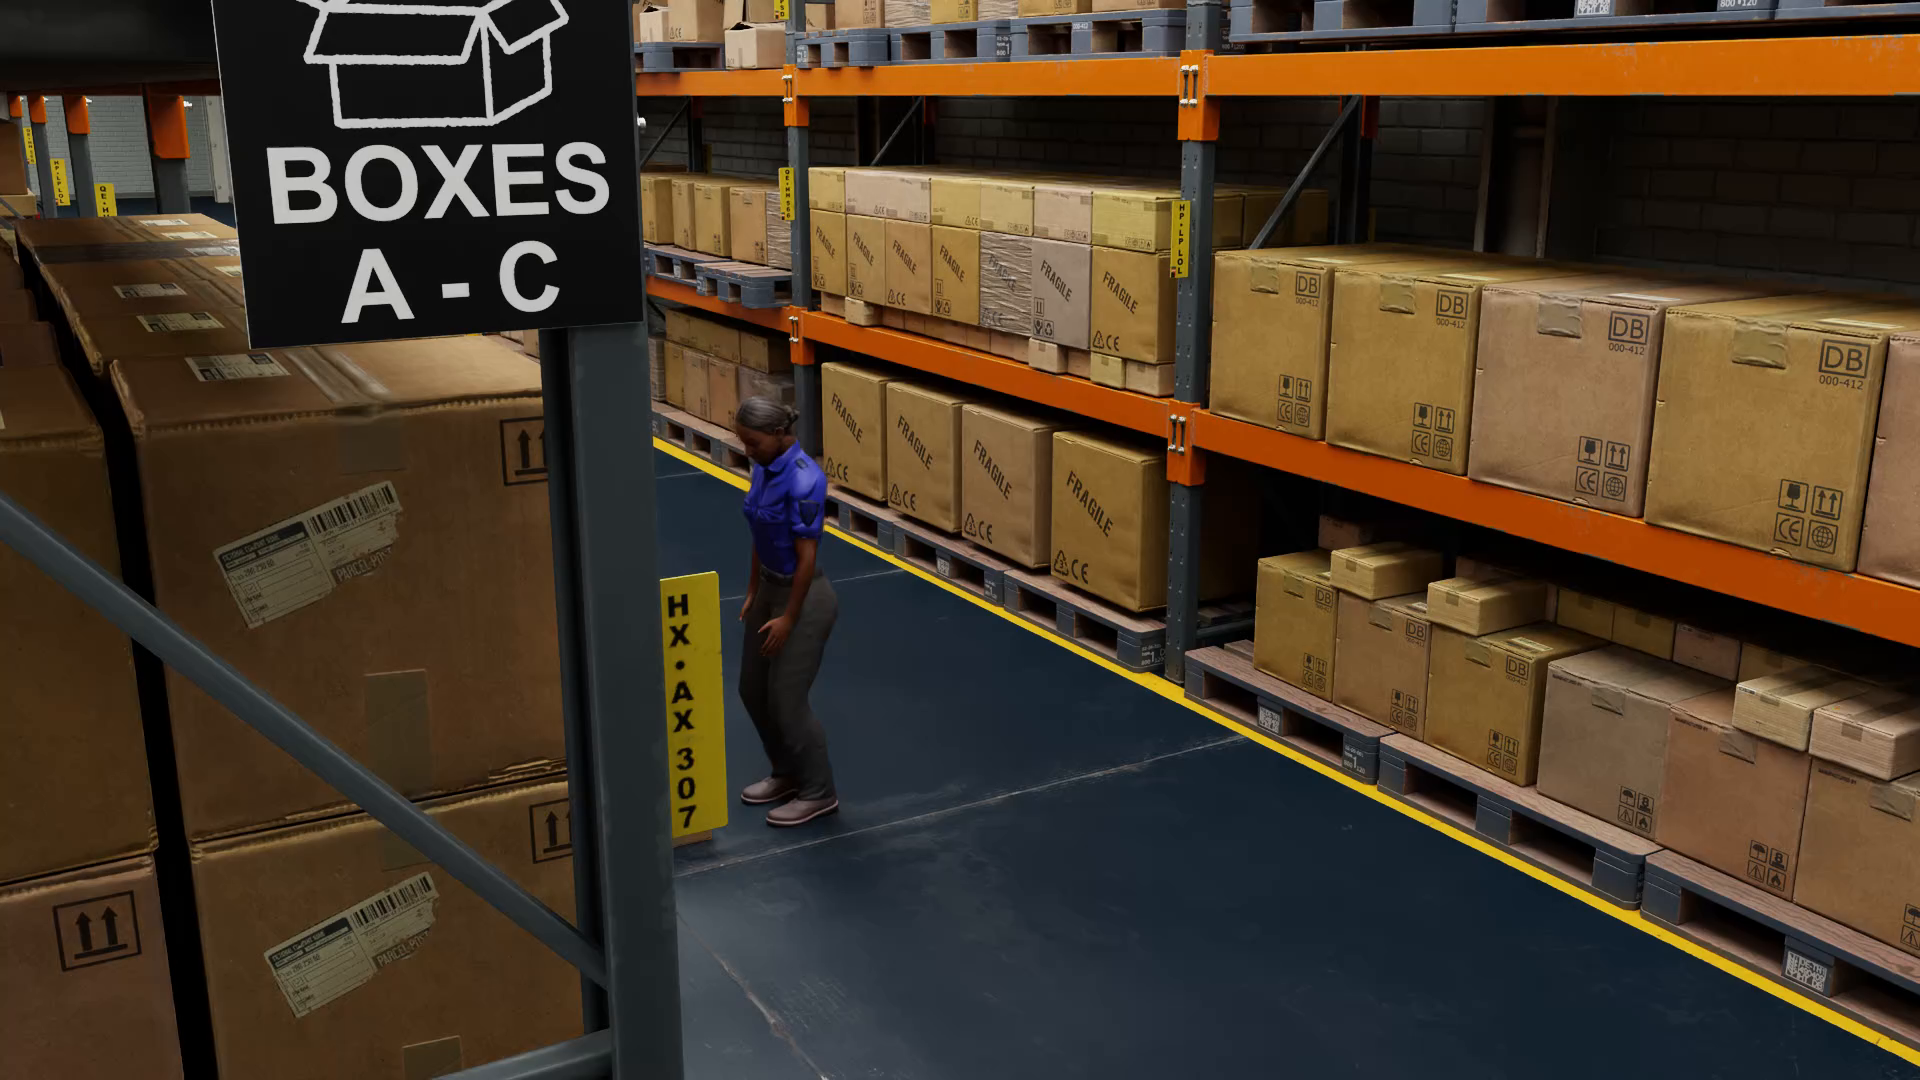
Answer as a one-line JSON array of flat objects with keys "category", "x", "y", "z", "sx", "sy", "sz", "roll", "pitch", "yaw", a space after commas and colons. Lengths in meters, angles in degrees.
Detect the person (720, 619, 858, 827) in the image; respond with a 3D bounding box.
[{"category": "person", "x": -0.769, "y": 0.642, "z": 6.216, "sx": 0.823, "sy": 0.845, "sz": 0.481, "roll": -9, "pitch": 17, "yaw": -30}]
